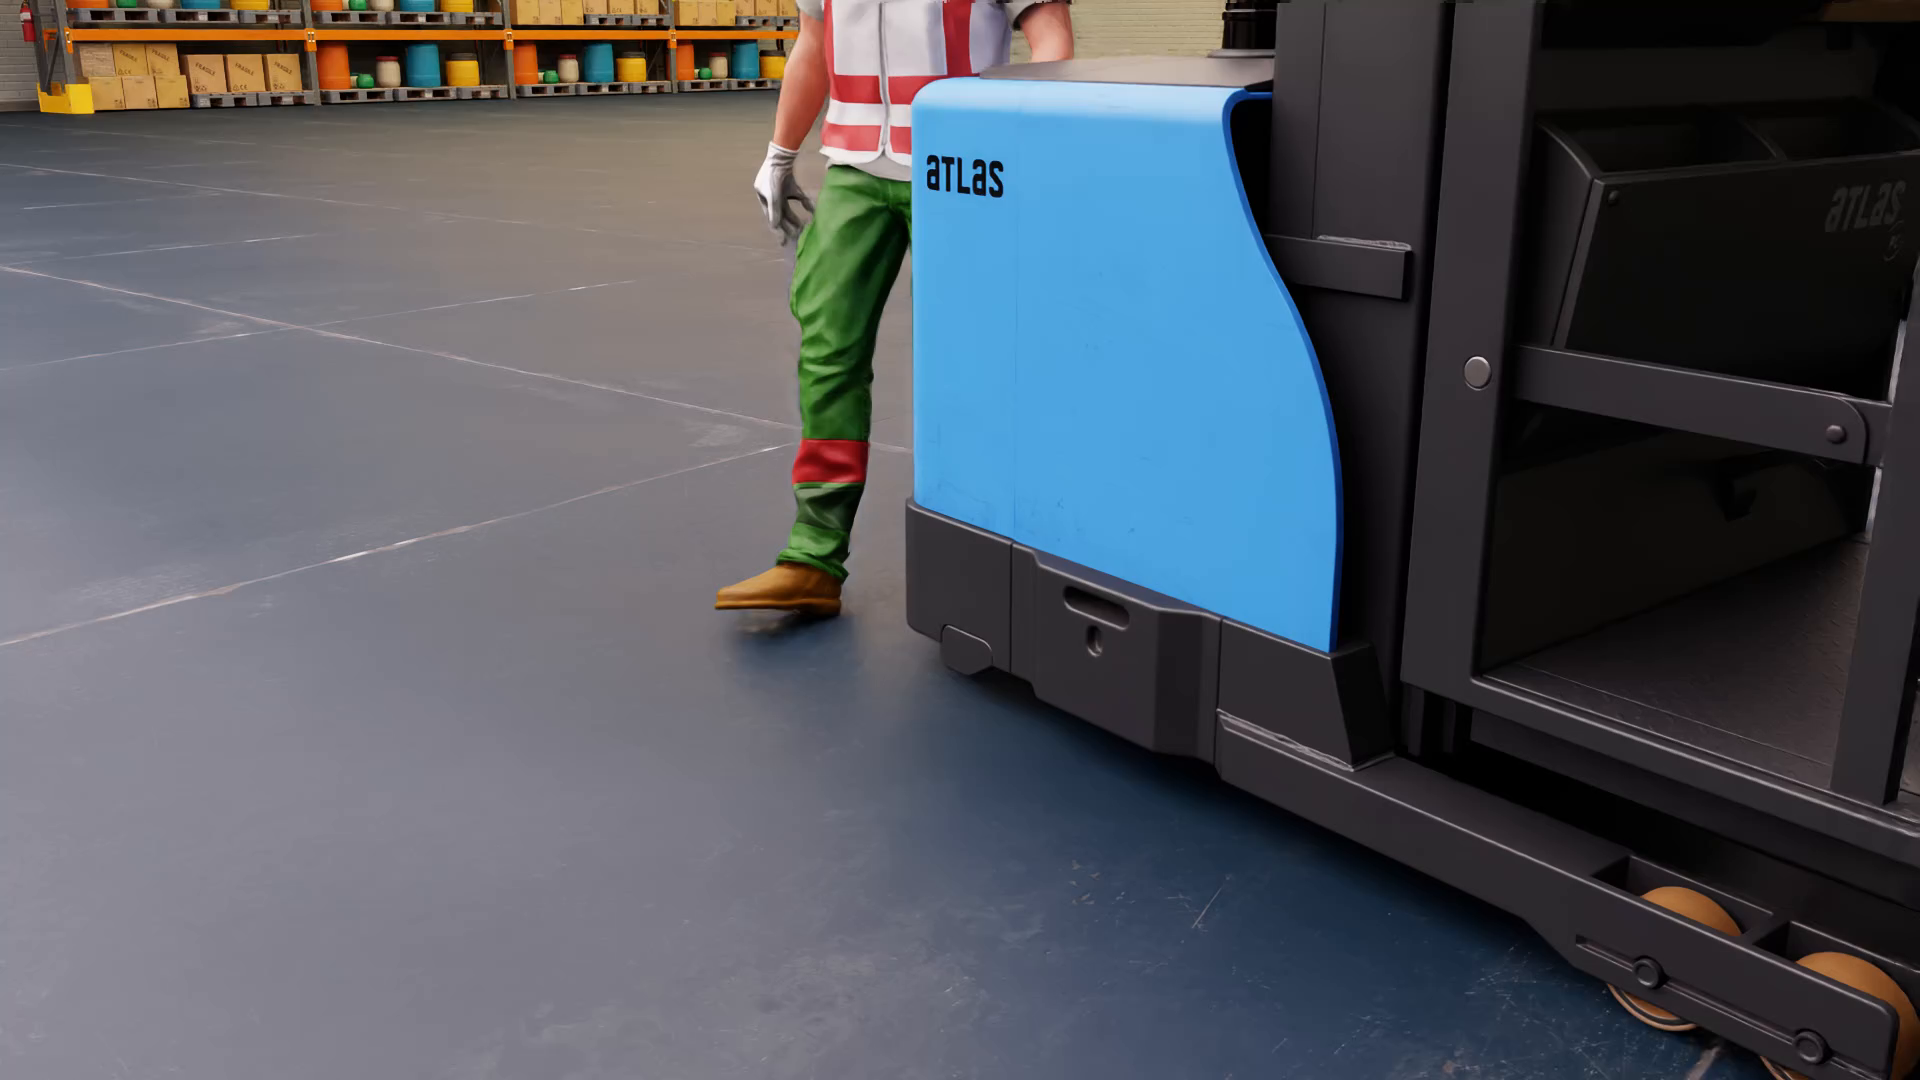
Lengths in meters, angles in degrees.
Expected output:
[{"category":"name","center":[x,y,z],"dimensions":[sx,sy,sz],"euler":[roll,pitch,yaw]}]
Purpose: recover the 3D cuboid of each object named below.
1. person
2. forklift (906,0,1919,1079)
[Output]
[{"category":"person","center":[-0.162,-0.701,3.274],"dimensions":[0.781,1.745,0.715],"euler":[7,18,22]},{"category":"forklift","center":[1.201,-0.932,1.966],"dimensions":[1.130,2.935,3.031],"euler":[-13,21,-36]}]
